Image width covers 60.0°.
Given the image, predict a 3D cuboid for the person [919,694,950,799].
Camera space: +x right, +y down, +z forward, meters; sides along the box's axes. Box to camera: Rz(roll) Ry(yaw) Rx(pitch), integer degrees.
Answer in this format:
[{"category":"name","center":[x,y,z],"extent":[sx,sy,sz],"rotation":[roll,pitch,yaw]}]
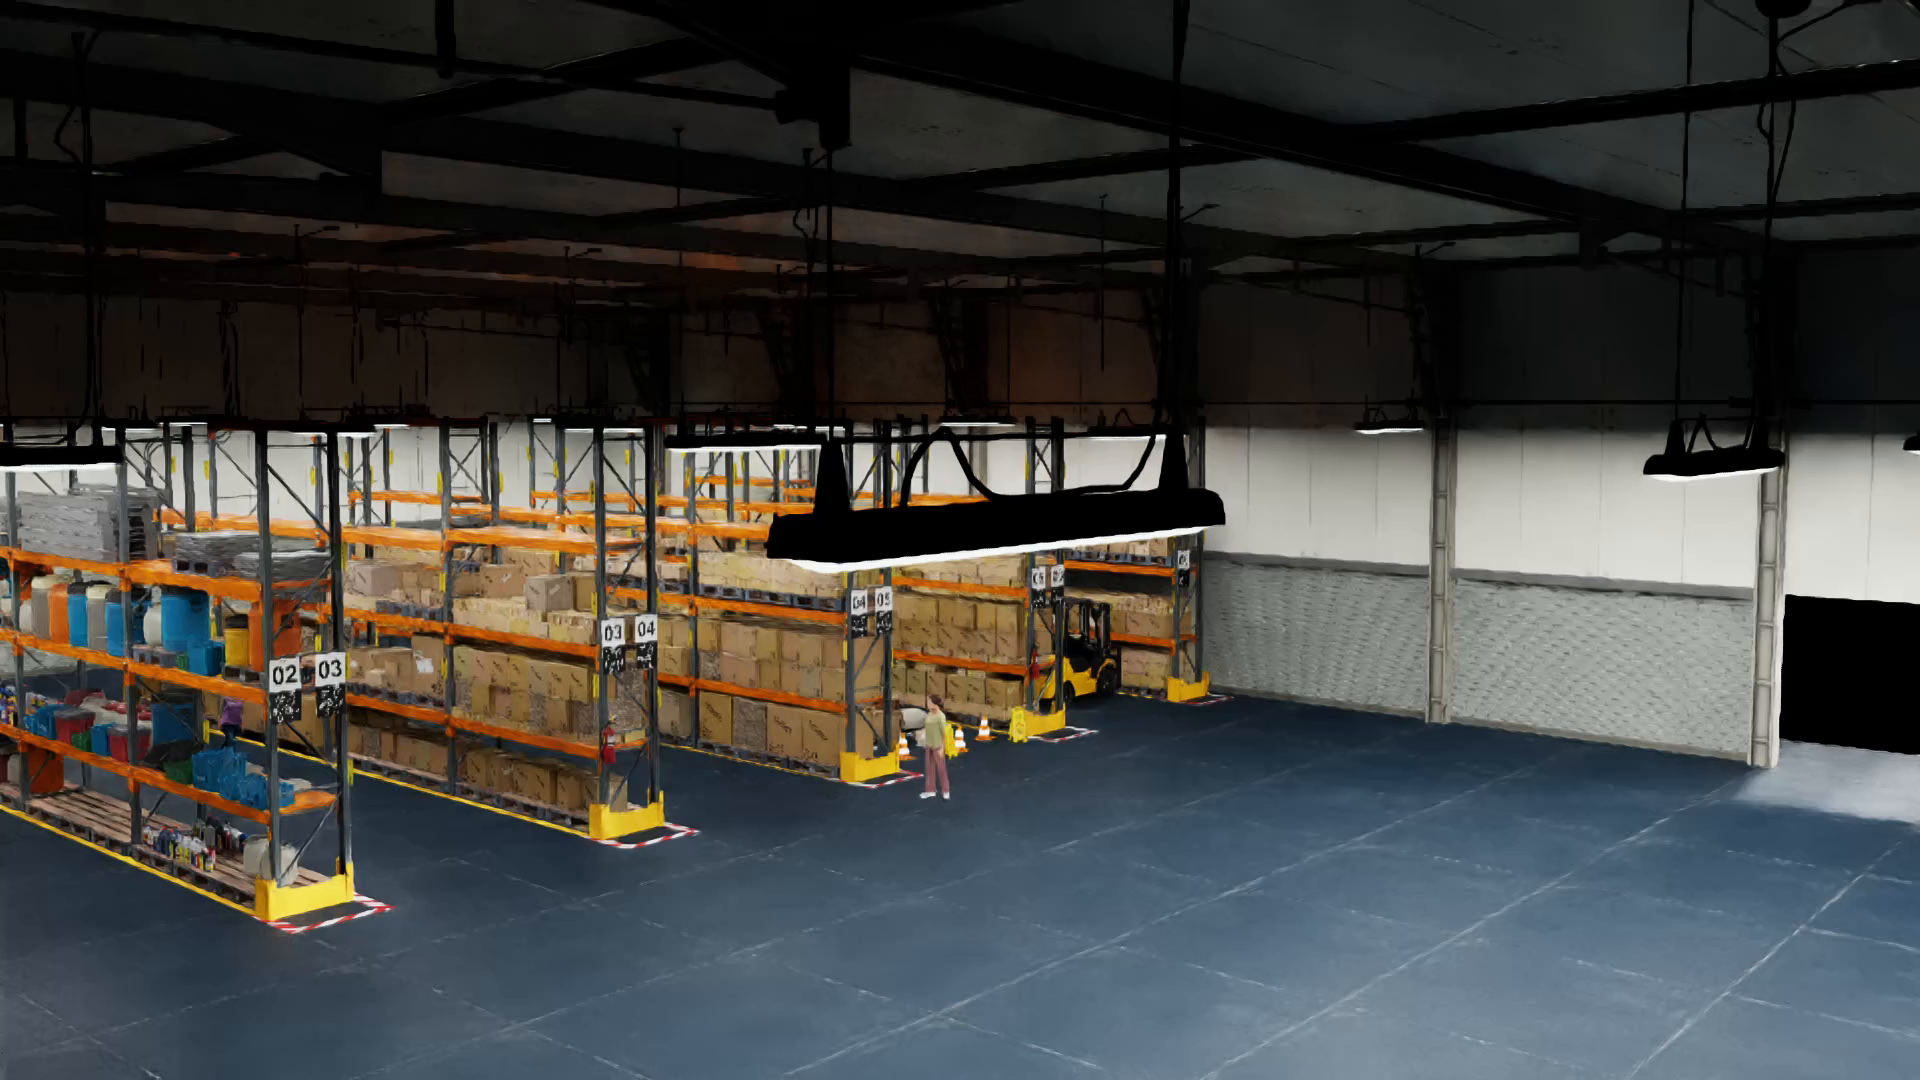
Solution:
[{"category":"person","center":[-0.381,3.285,26.509],"extent":[0.456,1.670,0.508],"rotation":[-4,6,-40]}]

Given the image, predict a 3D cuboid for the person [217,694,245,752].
[{"category":"person","center":[-12.644,3.159,28.899],"extent":[1.041,1.517,0.415],"rotation":[4,6,38]}]
